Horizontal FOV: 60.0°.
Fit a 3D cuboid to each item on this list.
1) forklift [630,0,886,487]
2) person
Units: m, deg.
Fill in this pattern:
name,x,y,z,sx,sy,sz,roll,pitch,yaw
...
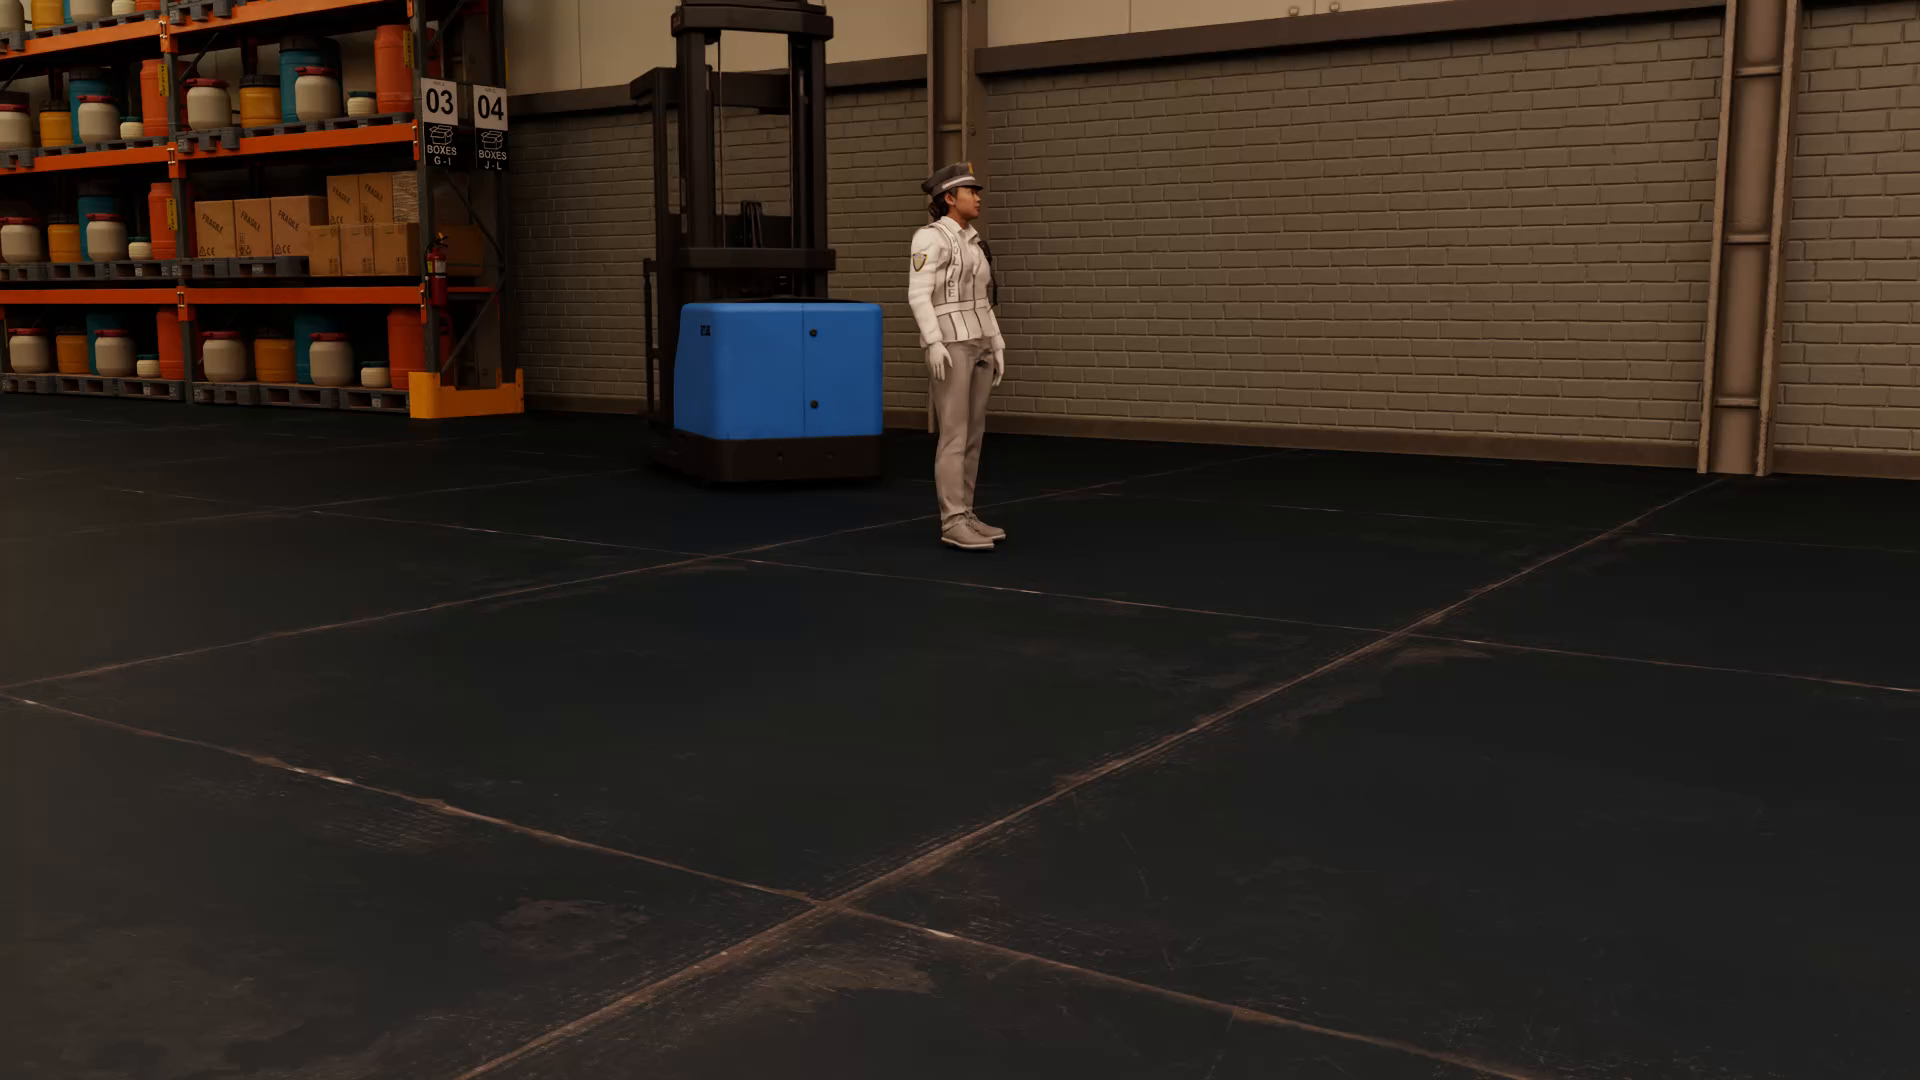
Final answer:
name,x,y,z,sx,sy,sz,roll,pitch,yaw
forklift,-1.475,-1.925,10.733,1.130,2.935,3.031,-3,9,-23
person,0.053,-0.840,7.439,0.532,1.694,0.586,5,10,34
